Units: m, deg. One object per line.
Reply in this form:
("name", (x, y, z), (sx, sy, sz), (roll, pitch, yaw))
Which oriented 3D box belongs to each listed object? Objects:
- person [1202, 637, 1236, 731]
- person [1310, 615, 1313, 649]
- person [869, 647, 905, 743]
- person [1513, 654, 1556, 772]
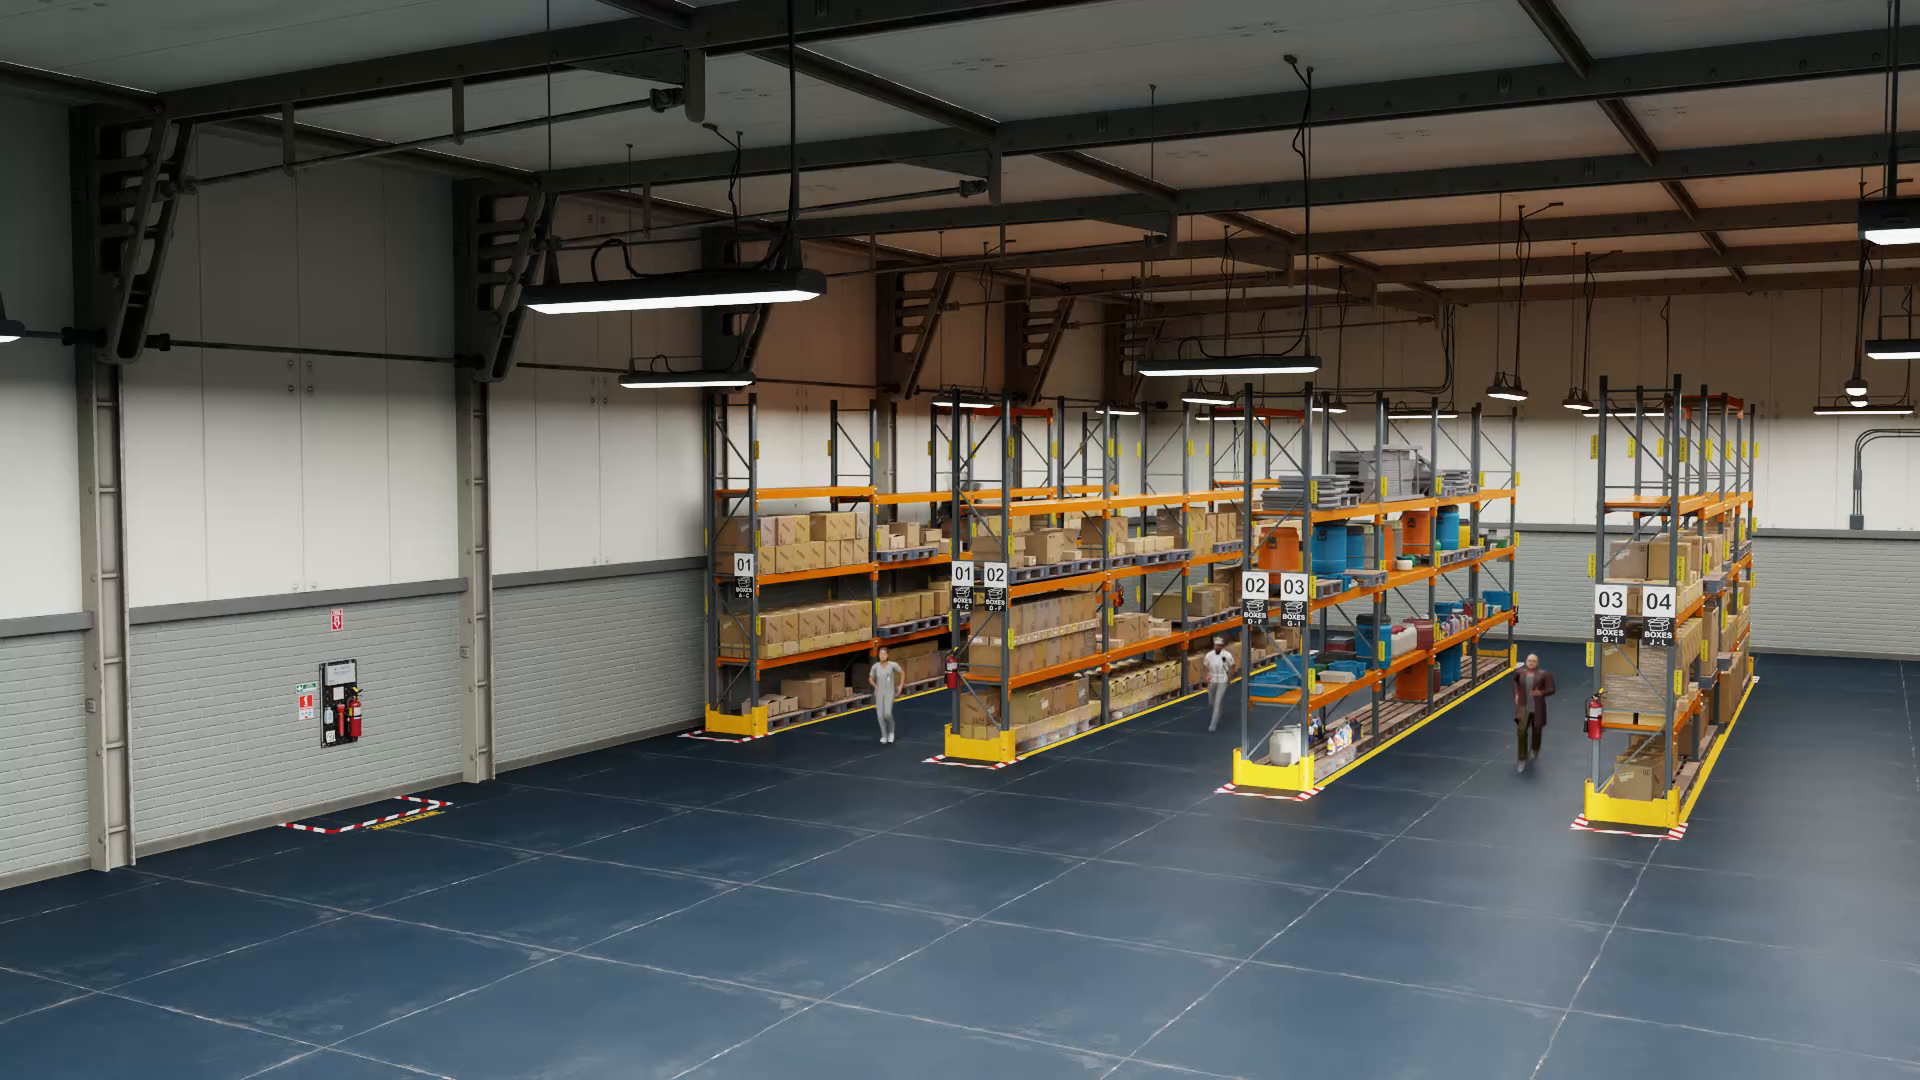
("person", (4.662, 2.567, 29.946), (0.600, 1.680, 0.759), (1, 3, 18))
("person", (8.633, 1.943, 41.952), (0.519, 1.625, 0.626), (3, 4, 43))
("person", (-1.265, 2.650, 28.281), (0.585, 1.650, 0.630), (0, 3, 9))
("person", (9.050, 2.711, 26.245), (0.668, 1.837, 1.079), (1, 3, 22))
